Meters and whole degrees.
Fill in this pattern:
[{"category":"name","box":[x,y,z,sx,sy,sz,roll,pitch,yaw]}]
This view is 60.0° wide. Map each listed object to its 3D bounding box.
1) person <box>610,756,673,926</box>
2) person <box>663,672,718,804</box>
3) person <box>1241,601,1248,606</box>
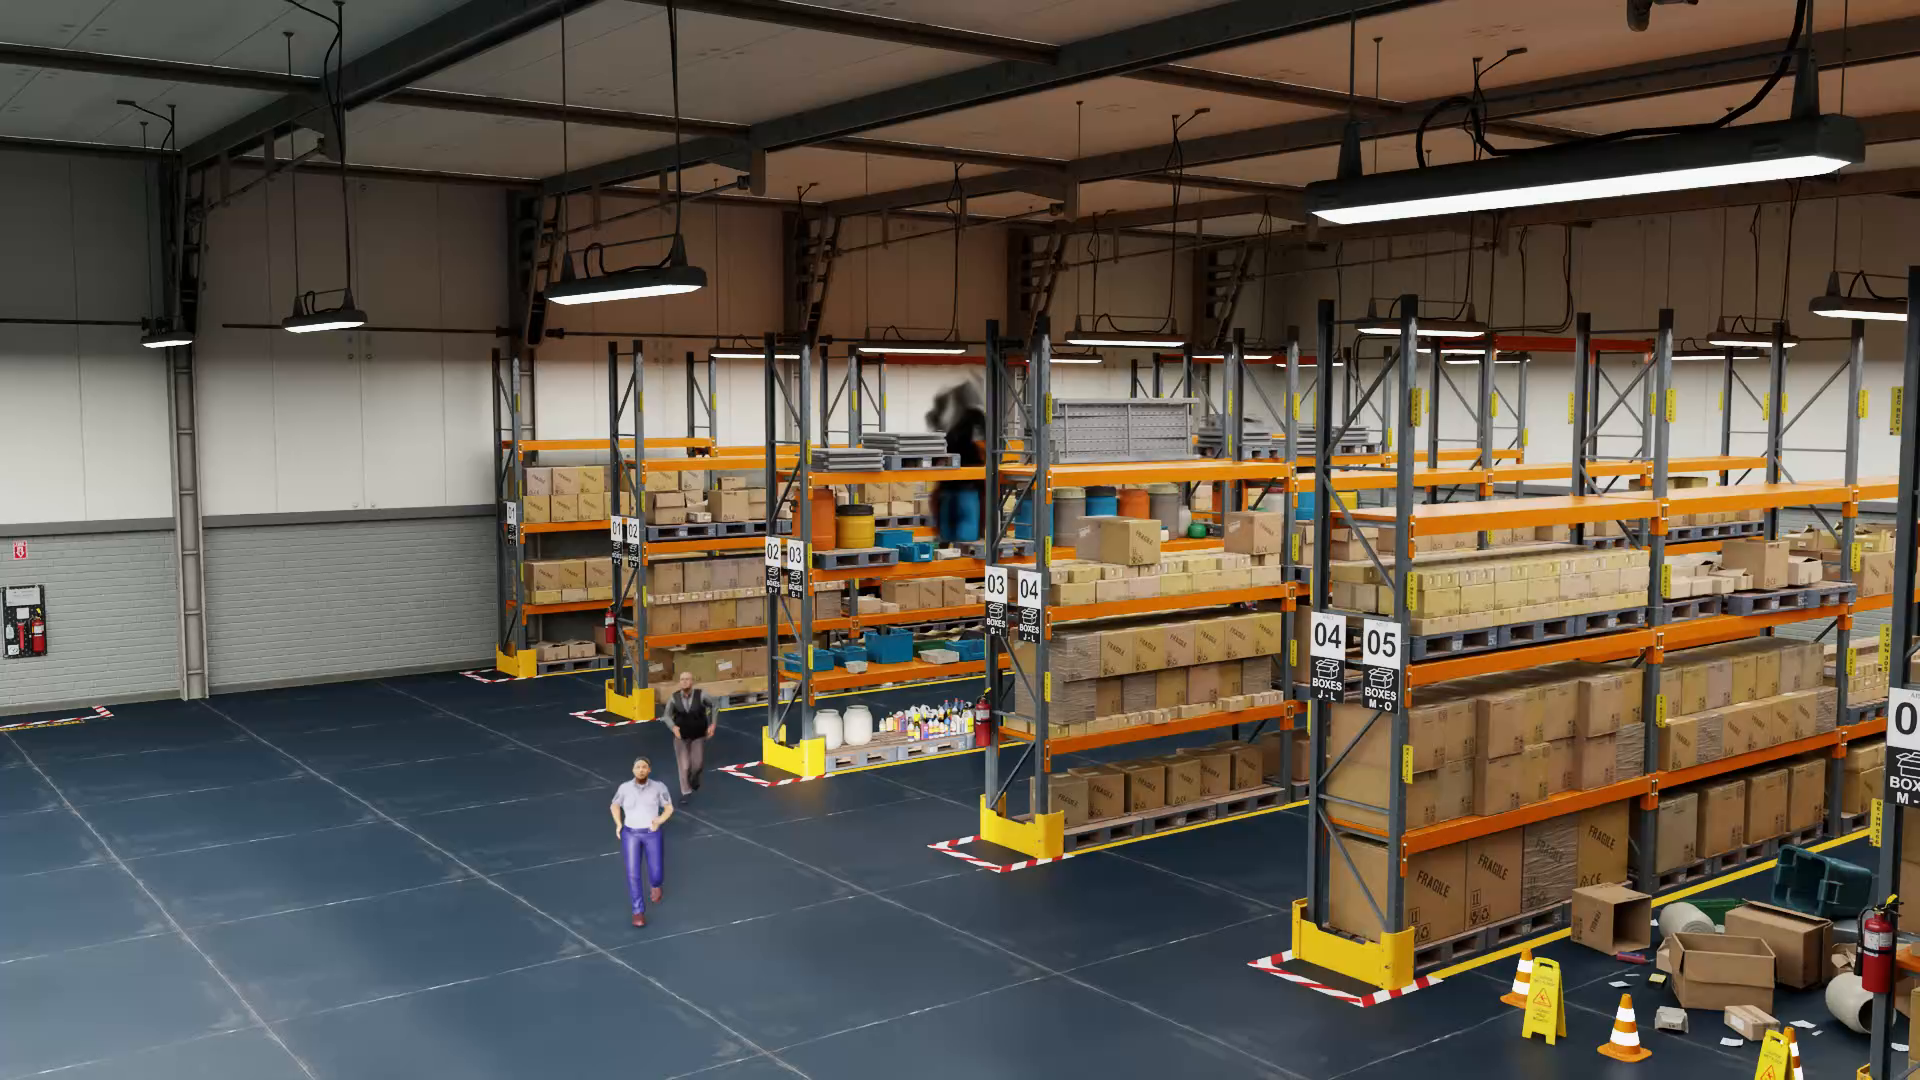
[{"category":"person","box":[-3.136,2.927,16.397,0.615,1.602,0.727,-1,5,-8]},{"category":"person","box":[-3.394,2.497,20.948,0.689,1.686,0.632,-1,5,-6]},{"category":"person","box":[5.272,1.503,32.026,0.587,1.650,0.951,5,7,43]}]
